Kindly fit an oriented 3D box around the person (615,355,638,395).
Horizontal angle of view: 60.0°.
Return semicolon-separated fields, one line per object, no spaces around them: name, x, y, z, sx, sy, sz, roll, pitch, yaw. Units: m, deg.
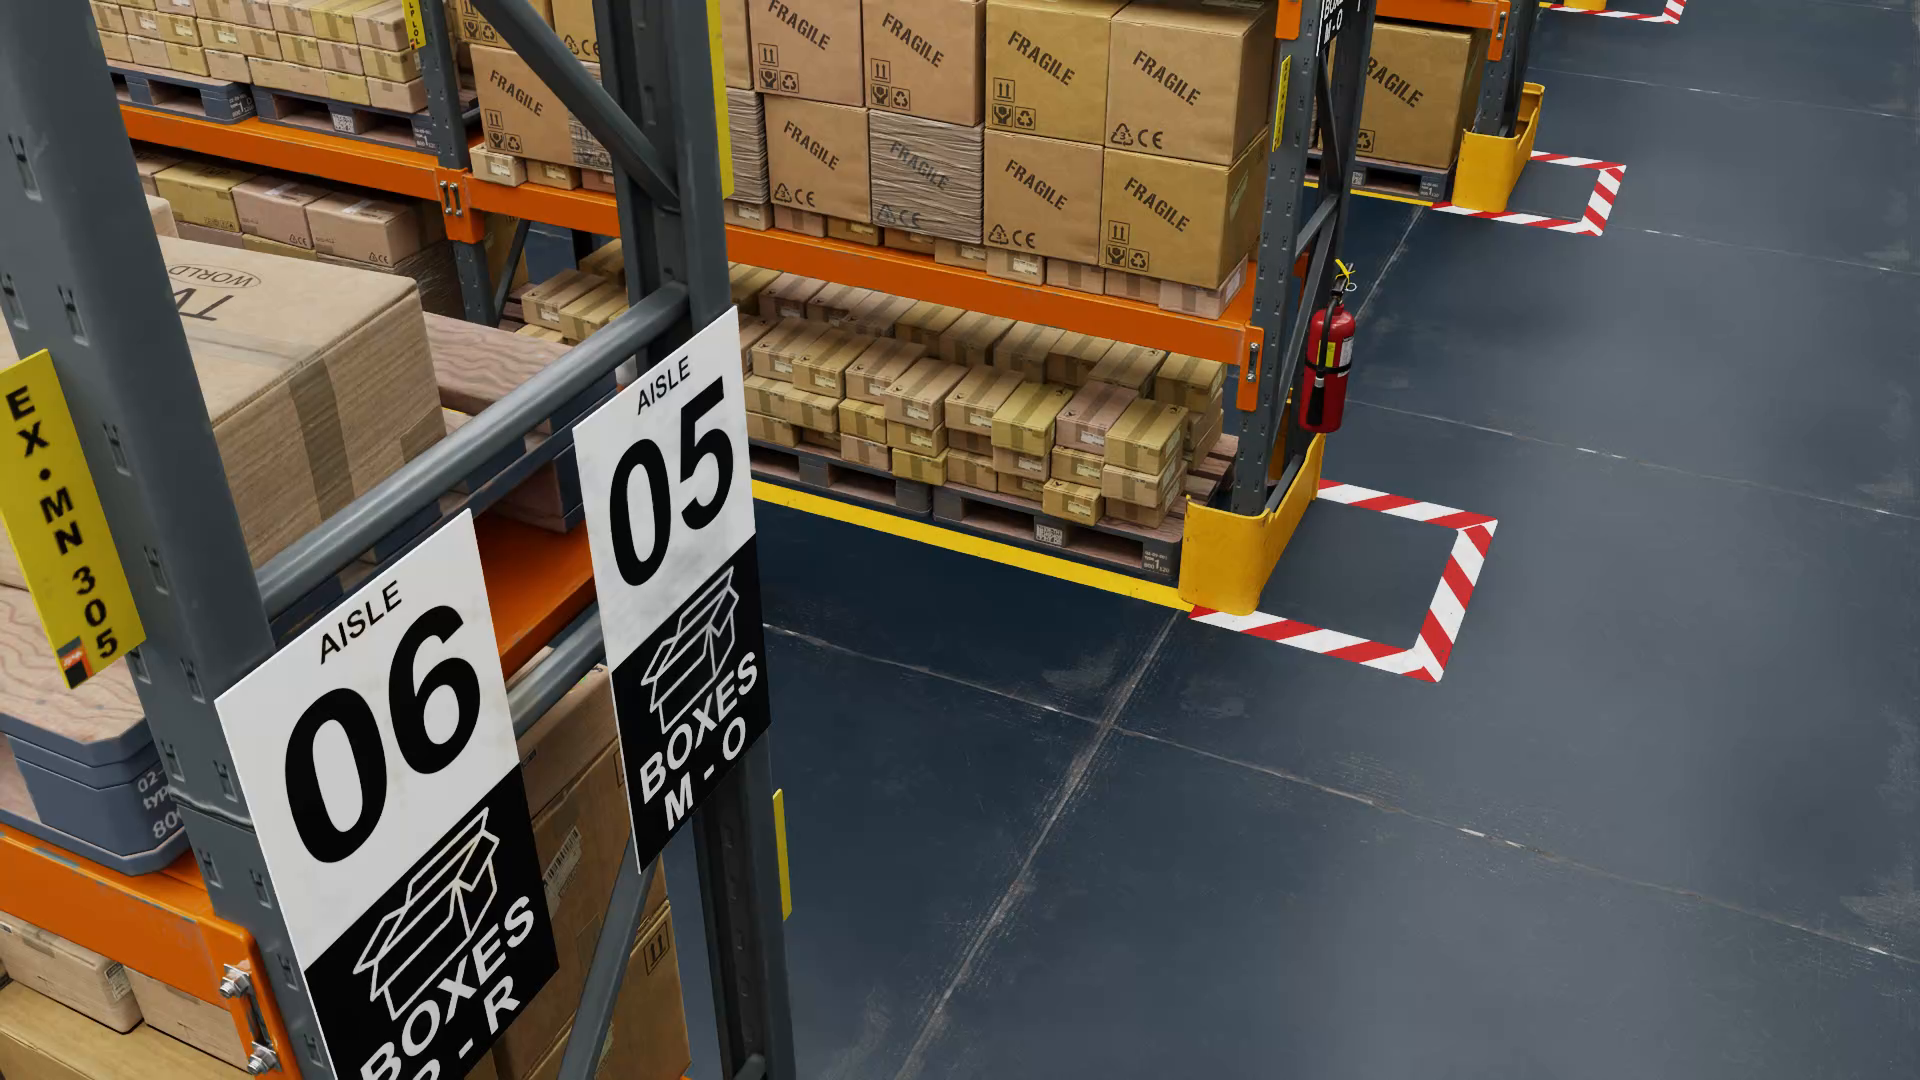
person;-1.273;-0.446;6.817;0.558;1.663;0.439;18;38;25
